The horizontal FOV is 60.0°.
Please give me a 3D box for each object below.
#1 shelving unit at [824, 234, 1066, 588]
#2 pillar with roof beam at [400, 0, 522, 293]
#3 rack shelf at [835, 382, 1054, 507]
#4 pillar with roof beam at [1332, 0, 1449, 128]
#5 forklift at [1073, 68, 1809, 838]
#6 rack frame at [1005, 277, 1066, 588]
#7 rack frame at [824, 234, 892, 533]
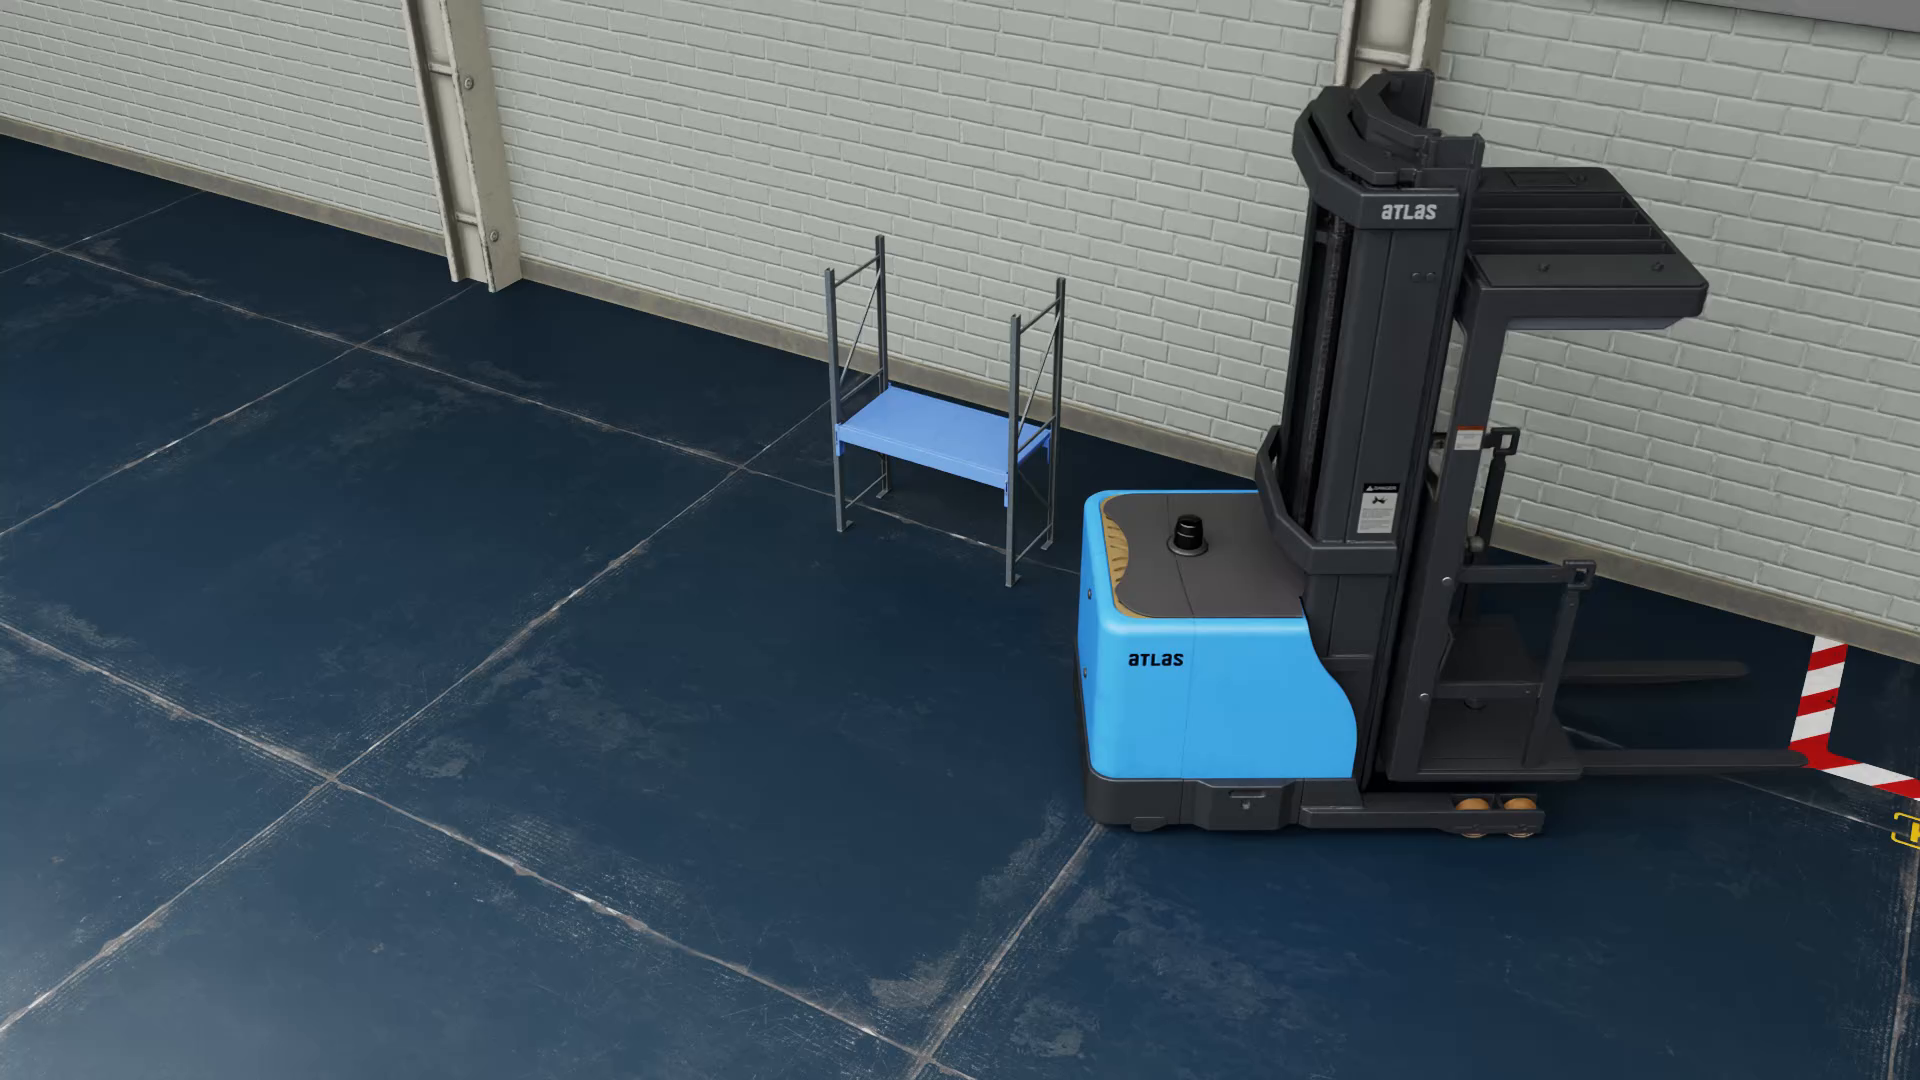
[{"bbox_3d":[-0.074,-0.648,8.370,1.048,1.500,0.538,18,37,24],"label":"shelving unit"},{"bbox_3d":[-5.386,-3.478,5.854,0.400,9.000,9.100,18,37,24],"label":"pillar with roof beam"},{"bbox_3d":[-0.074,-0.498,8.469,1.000,0.185,0.538,18,37,24],"label":"rack shelf"},{"bbox_3d":[-0.176,-1.828,3.376,0.400,9.000,9.100,18,37,24],"label":"pillar with roof beam"},{"bbox_3d":[2.036,-0.282,6.529,3.031,2.935,1.130,0,34,0],"label":"forklift"},{"bbox_3d":[0.367,-0.508,8.160,0.032,1.500,0.500,18,37,24],"label":"rack frame"},{"bbox_3d":[-0.515,-0.788,8.579,0.032,1.500,0.500,18,37,24],"label":"rack frame"}]
